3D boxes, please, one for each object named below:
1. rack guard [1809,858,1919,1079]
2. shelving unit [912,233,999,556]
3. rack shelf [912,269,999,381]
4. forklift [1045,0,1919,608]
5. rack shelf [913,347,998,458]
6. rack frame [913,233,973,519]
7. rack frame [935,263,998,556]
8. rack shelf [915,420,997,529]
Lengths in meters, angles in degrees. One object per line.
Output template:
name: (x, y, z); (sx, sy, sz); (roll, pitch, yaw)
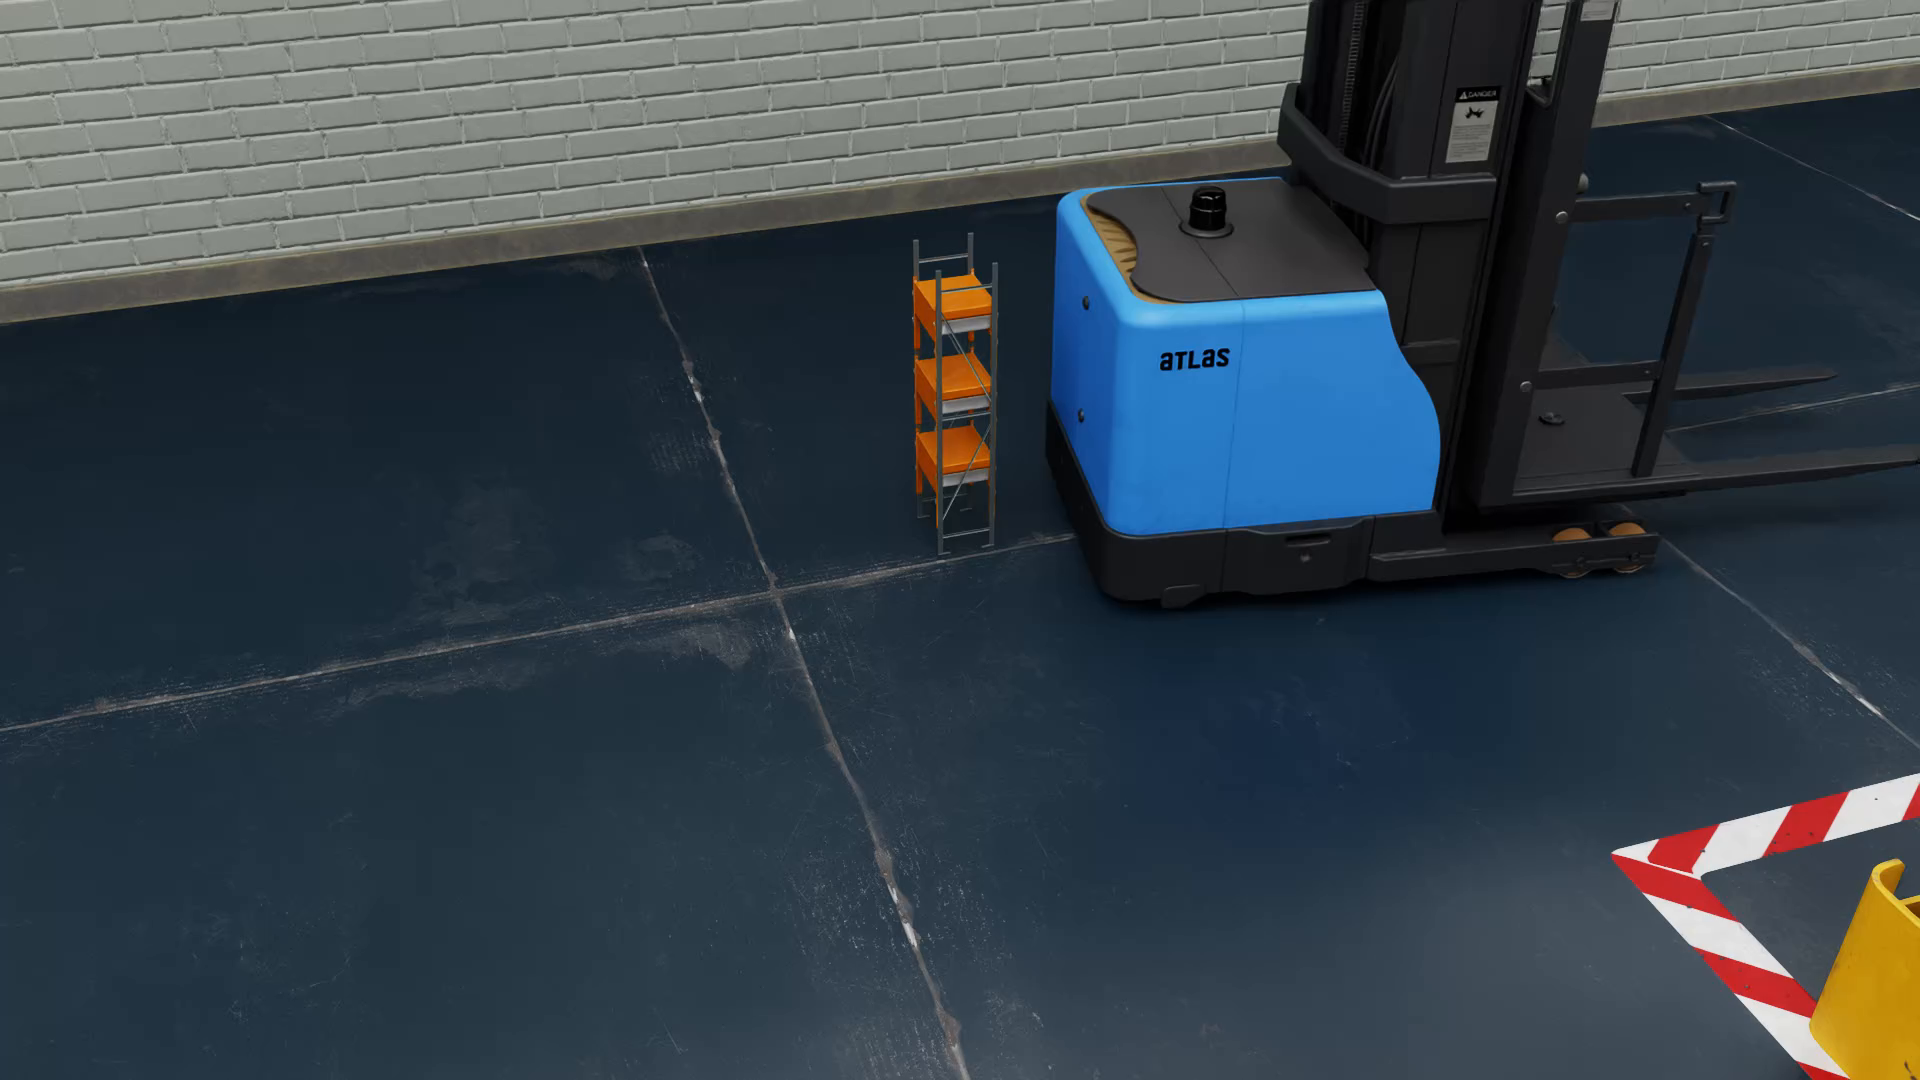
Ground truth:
rack guard: (2.623, 0.939, 3.876); (1.175, 0.500, 0.348); (-10, 35, -15)
shelving unit: (-0.016, -0.466, 5.503); (0.215, 1.050, 0.252); (-10, 35, -15)
rack shelf: (-0.016, -0.694, 5.352); (0.215, 0.259, 0.240); (-10, 35, -15)
forklift: (1.876, -1.378, 5.177); (3.031, 2.935, 1.130); (-5, 34, -8)
rack shelf: (-0.016, -0.457, 5.509); (0.215, 0.259, 0.240); (-10, 35, -15)
rack frame: (-0.054, -0.530, 5.600); (0.200, 1.050, 0.008); (-10, 35, -15)
rack frame: (0.021, -0.402, 5.406); (0.200, 1.050, 0.008); (-10, 35, -15)
rack shelf: (-0.016, -0.225, 5.662); (0.215, 0.259, 0.240); (-10, 35, -15)
